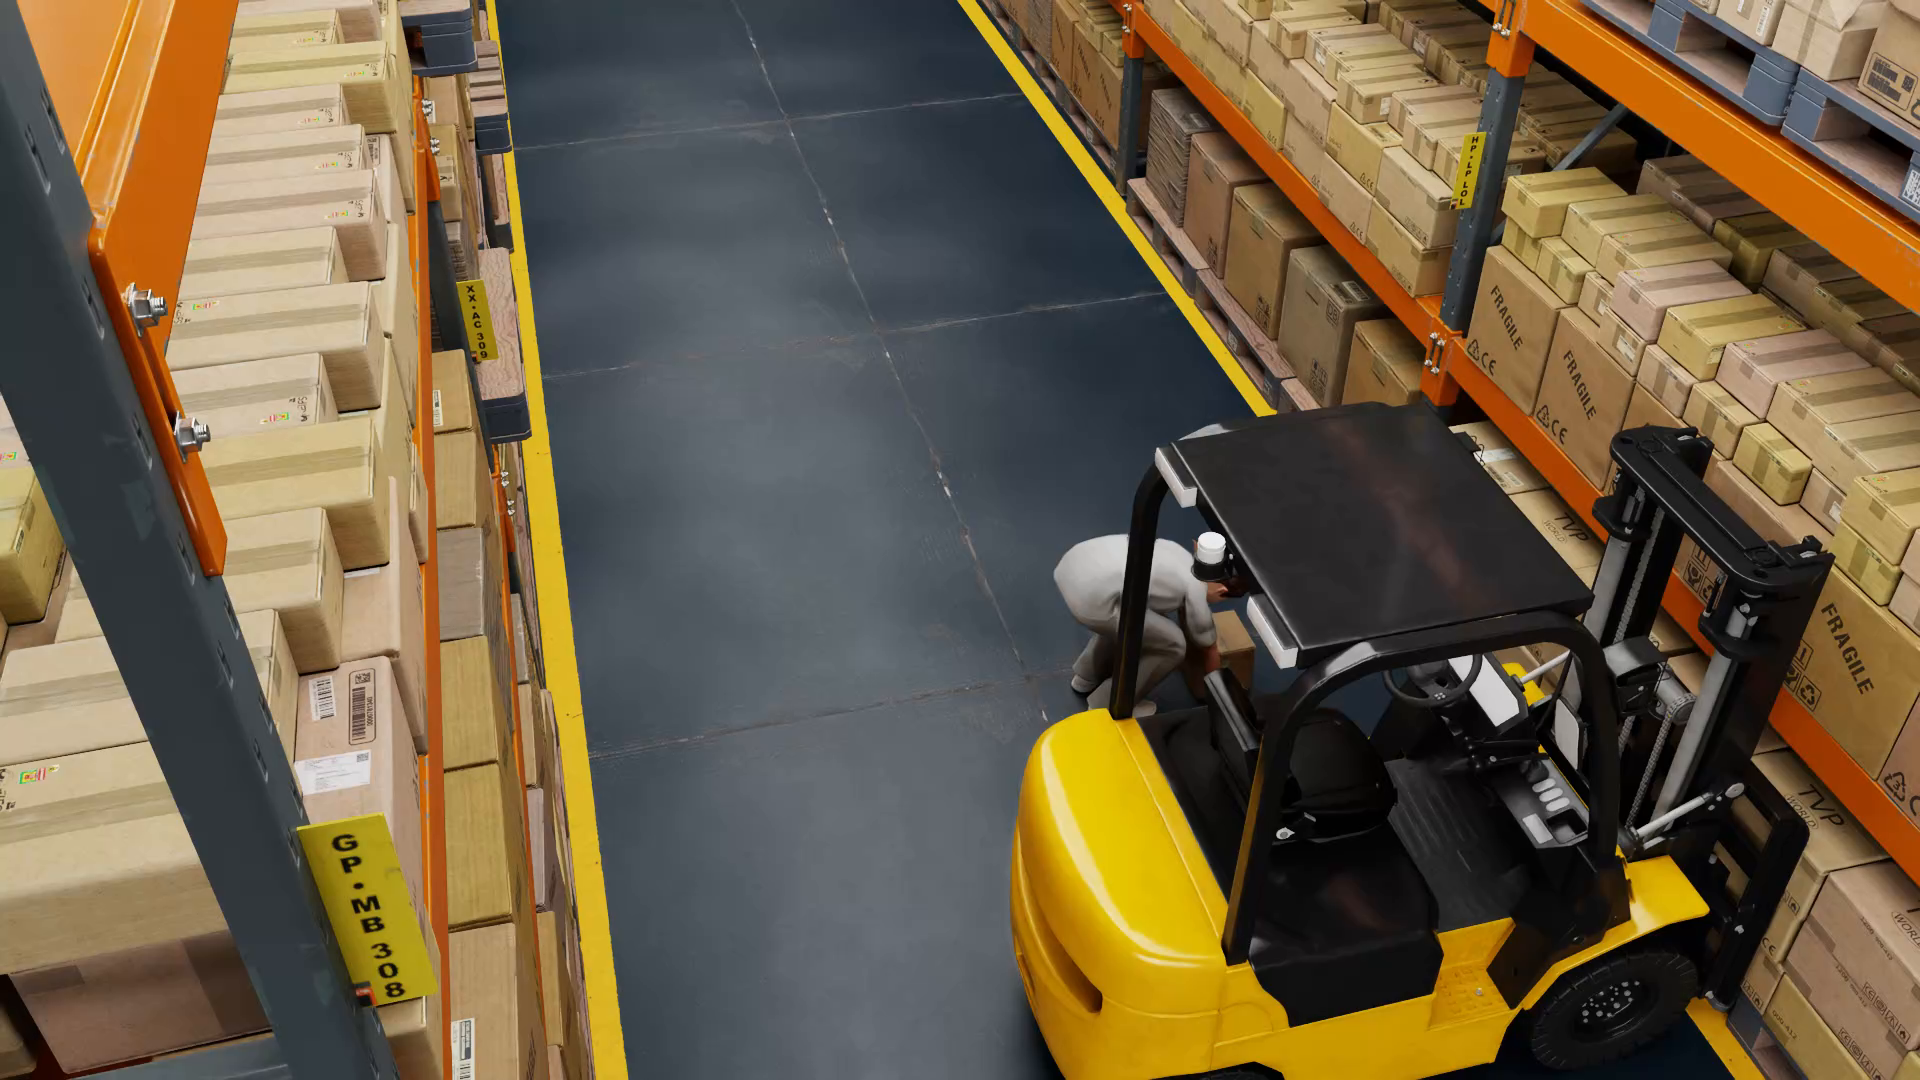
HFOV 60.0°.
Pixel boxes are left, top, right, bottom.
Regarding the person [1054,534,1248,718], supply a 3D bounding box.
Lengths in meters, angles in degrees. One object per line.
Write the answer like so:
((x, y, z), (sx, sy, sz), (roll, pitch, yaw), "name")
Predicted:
((0.806, 0.325, 6.965), (0.852, 0.852, 0.476), (-11, 40, -14), "person")
